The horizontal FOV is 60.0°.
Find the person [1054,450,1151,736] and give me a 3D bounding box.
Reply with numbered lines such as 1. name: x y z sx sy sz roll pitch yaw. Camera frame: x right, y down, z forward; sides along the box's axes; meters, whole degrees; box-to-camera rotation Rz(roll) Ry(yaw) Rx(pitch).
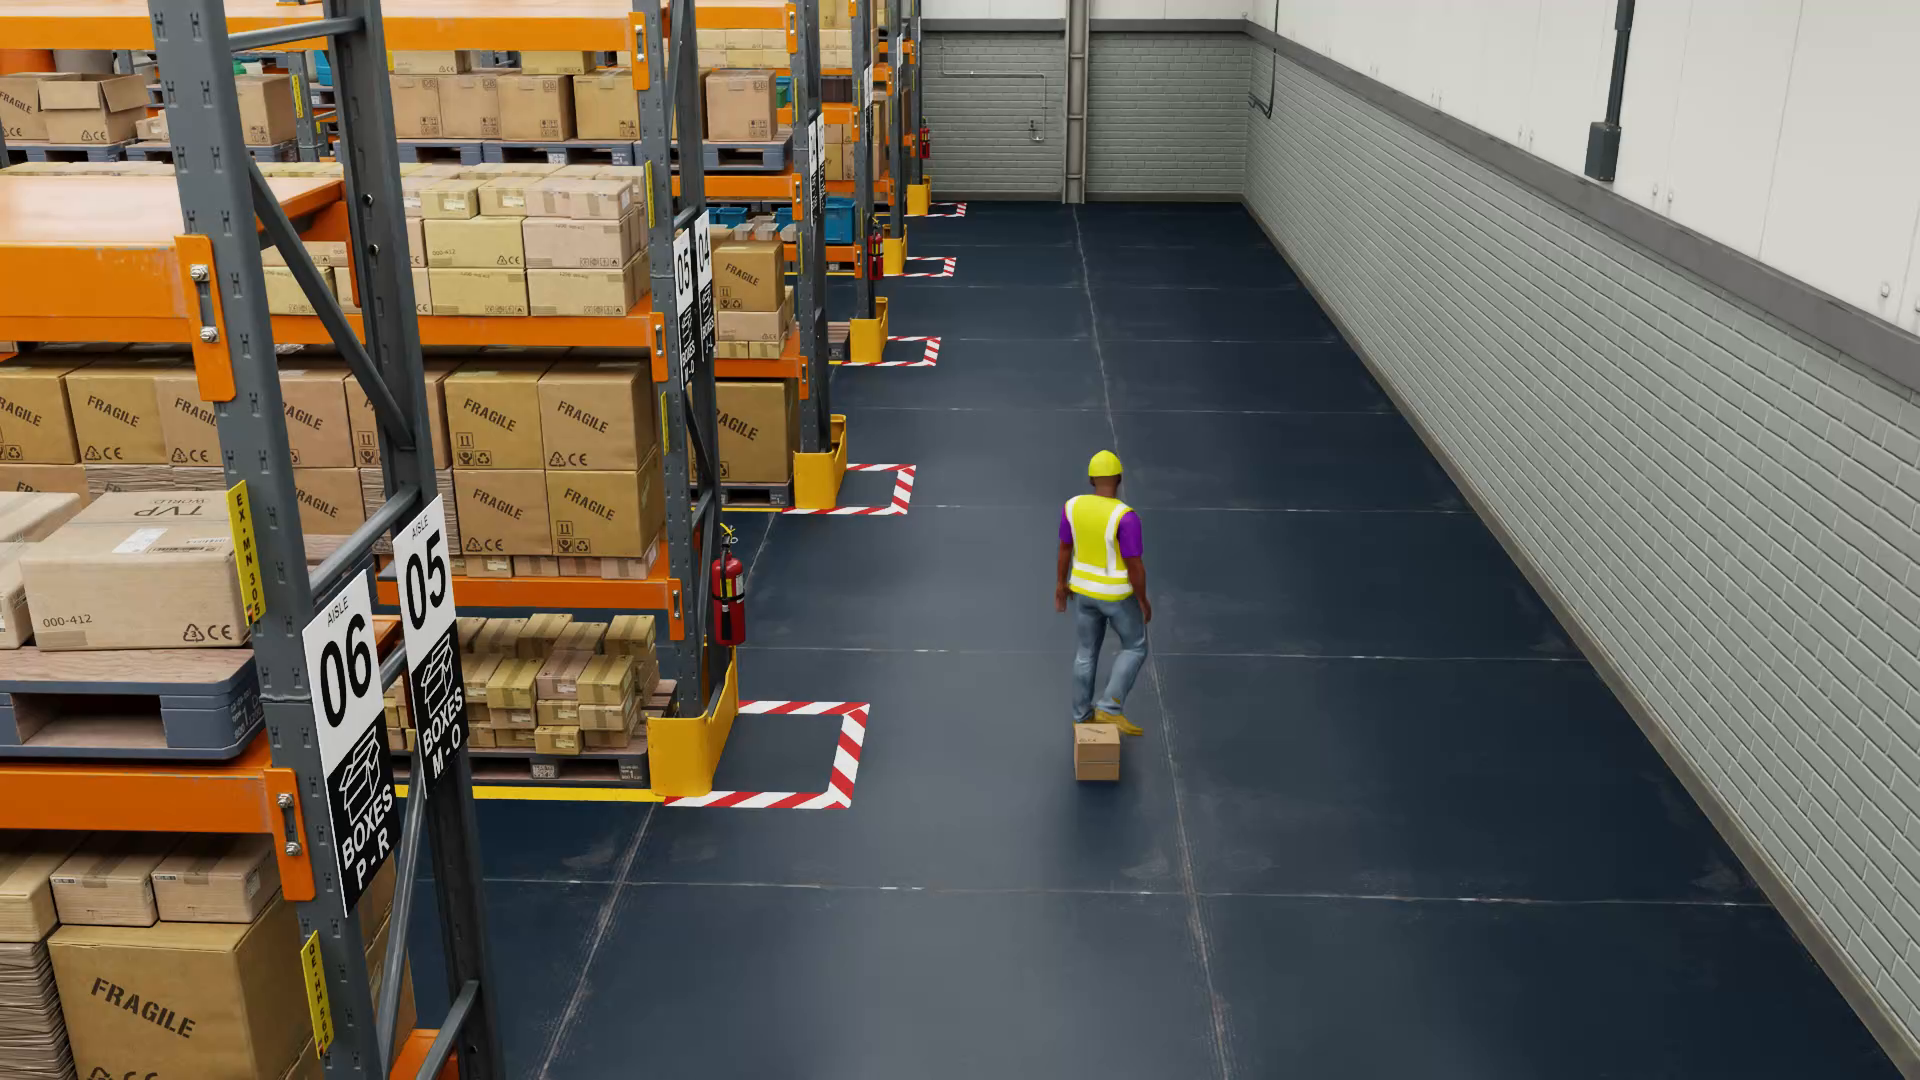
1. person: 0.882 0.327 10.112 0.699 1.758 0.453 16 26 36
